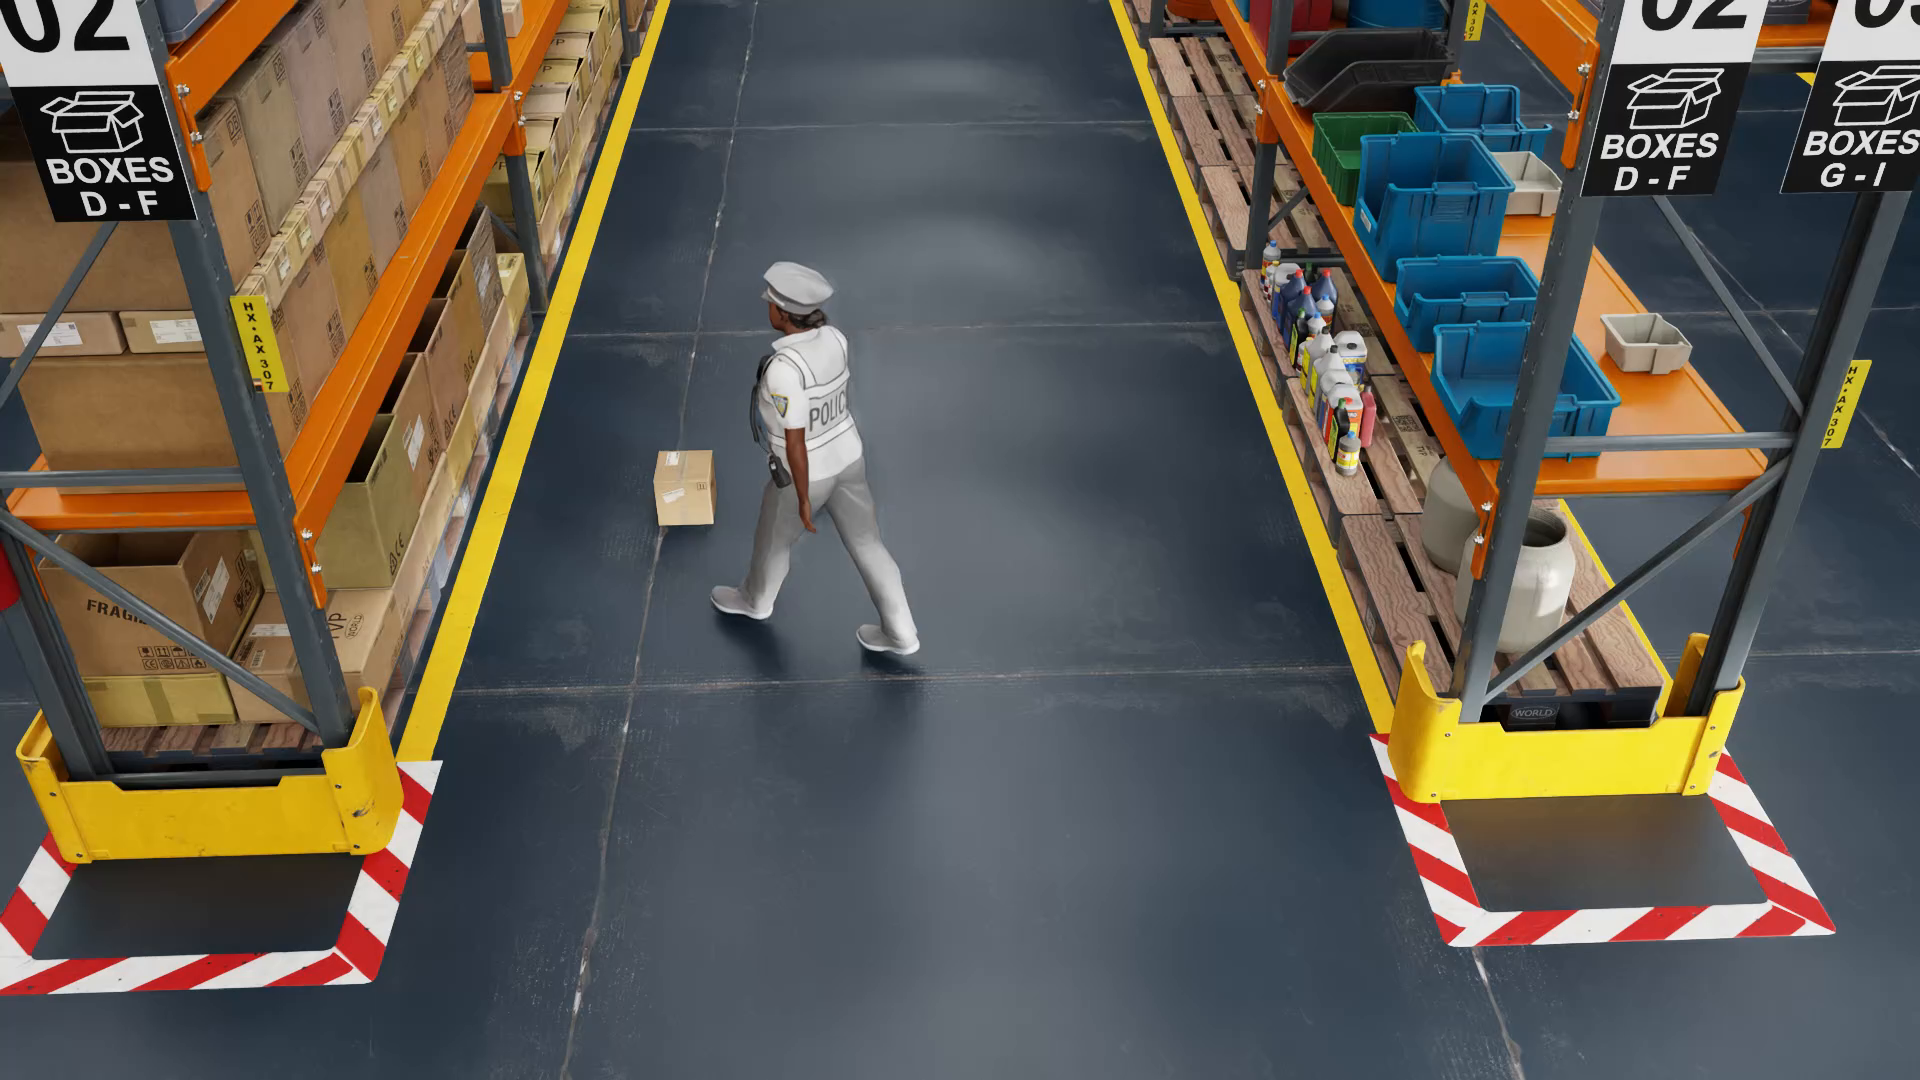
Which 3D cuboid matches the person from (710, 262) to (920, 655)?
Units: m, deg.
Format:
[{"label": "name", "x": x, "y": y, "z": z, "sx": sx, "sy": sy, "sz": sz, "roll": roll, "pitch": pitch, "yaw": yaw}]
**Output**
[{"label": "person", "x": -0.595, "y": -0.310, "z": 6.540, "sx": 0.963, "sy": 1.622, "sz": 0.447, "roll": 23, "pitch": 42, "yaw": 29}]
